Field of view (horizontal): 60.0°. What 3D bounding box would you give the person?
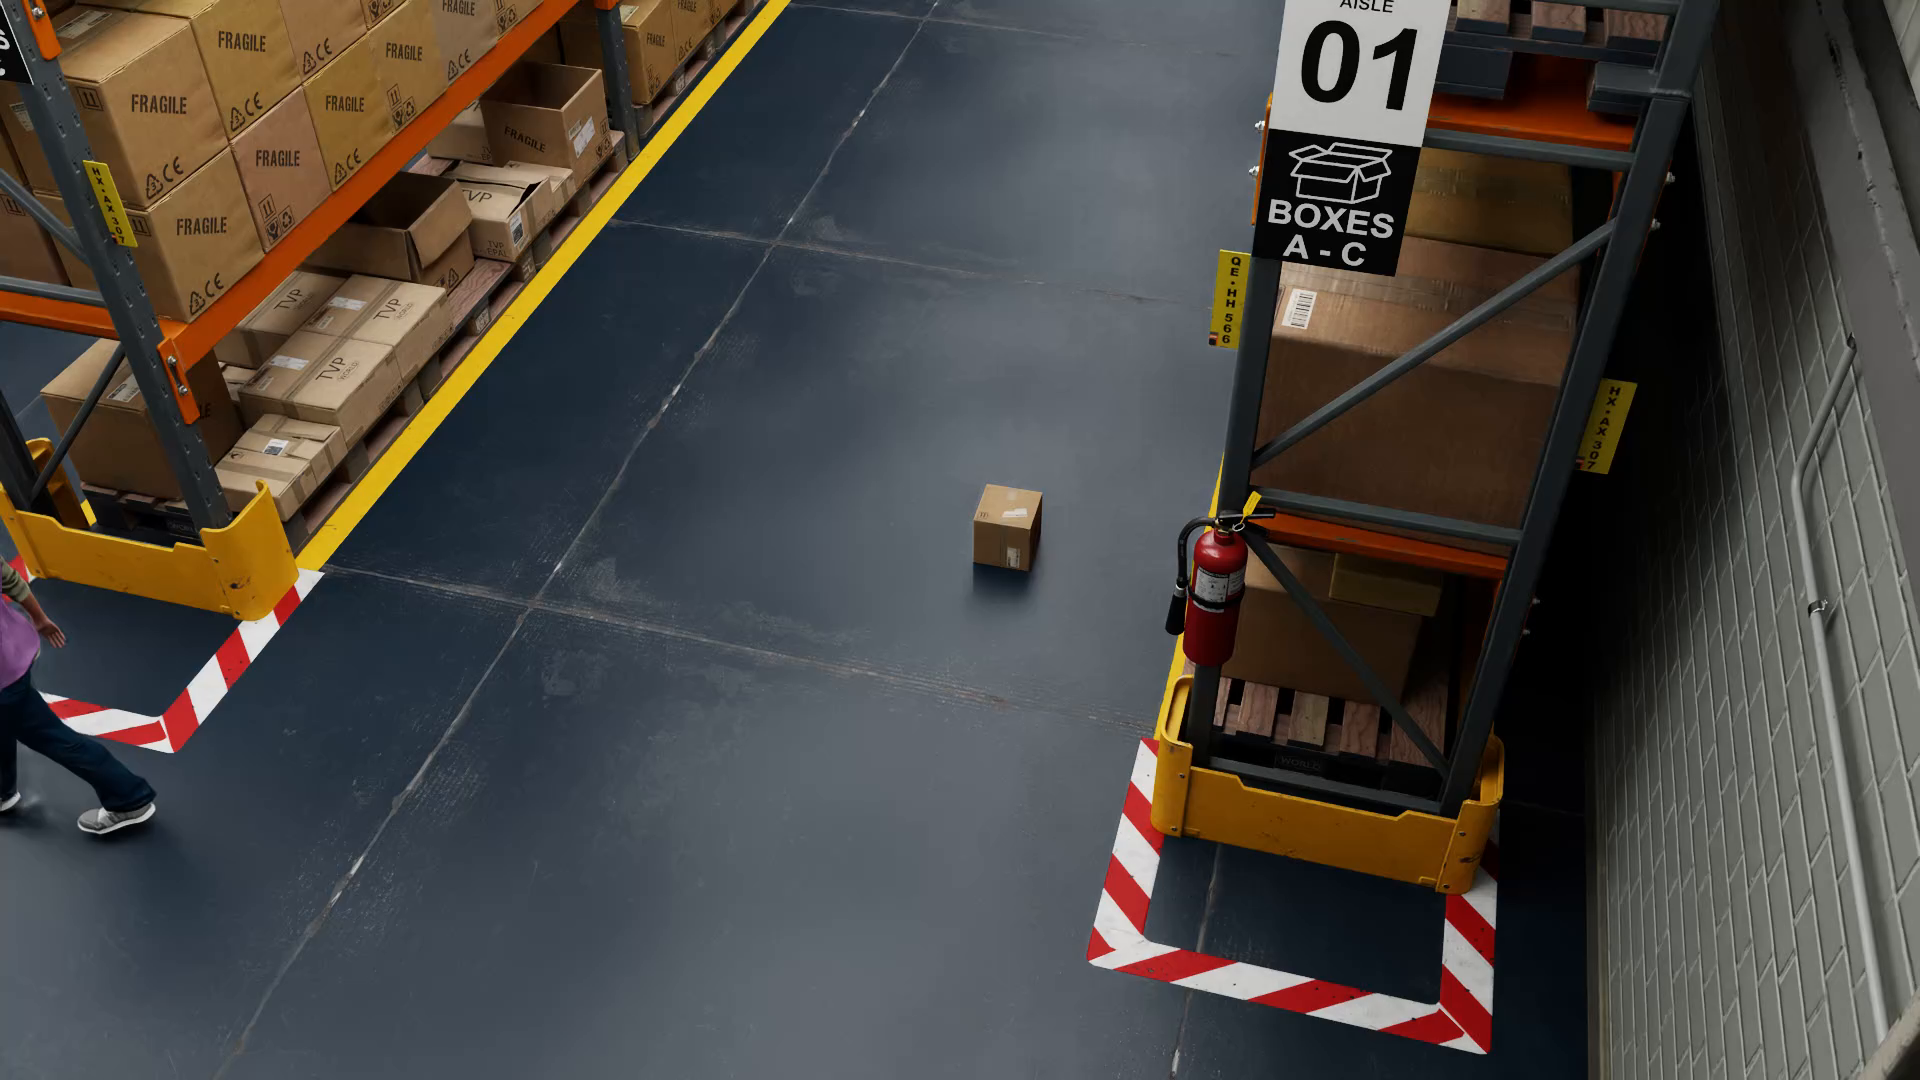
[{"bbox_3d":[-3.359,0.439,5.677,0.764,1.602,0.471,-4,42,-5],"label":"person"}]
